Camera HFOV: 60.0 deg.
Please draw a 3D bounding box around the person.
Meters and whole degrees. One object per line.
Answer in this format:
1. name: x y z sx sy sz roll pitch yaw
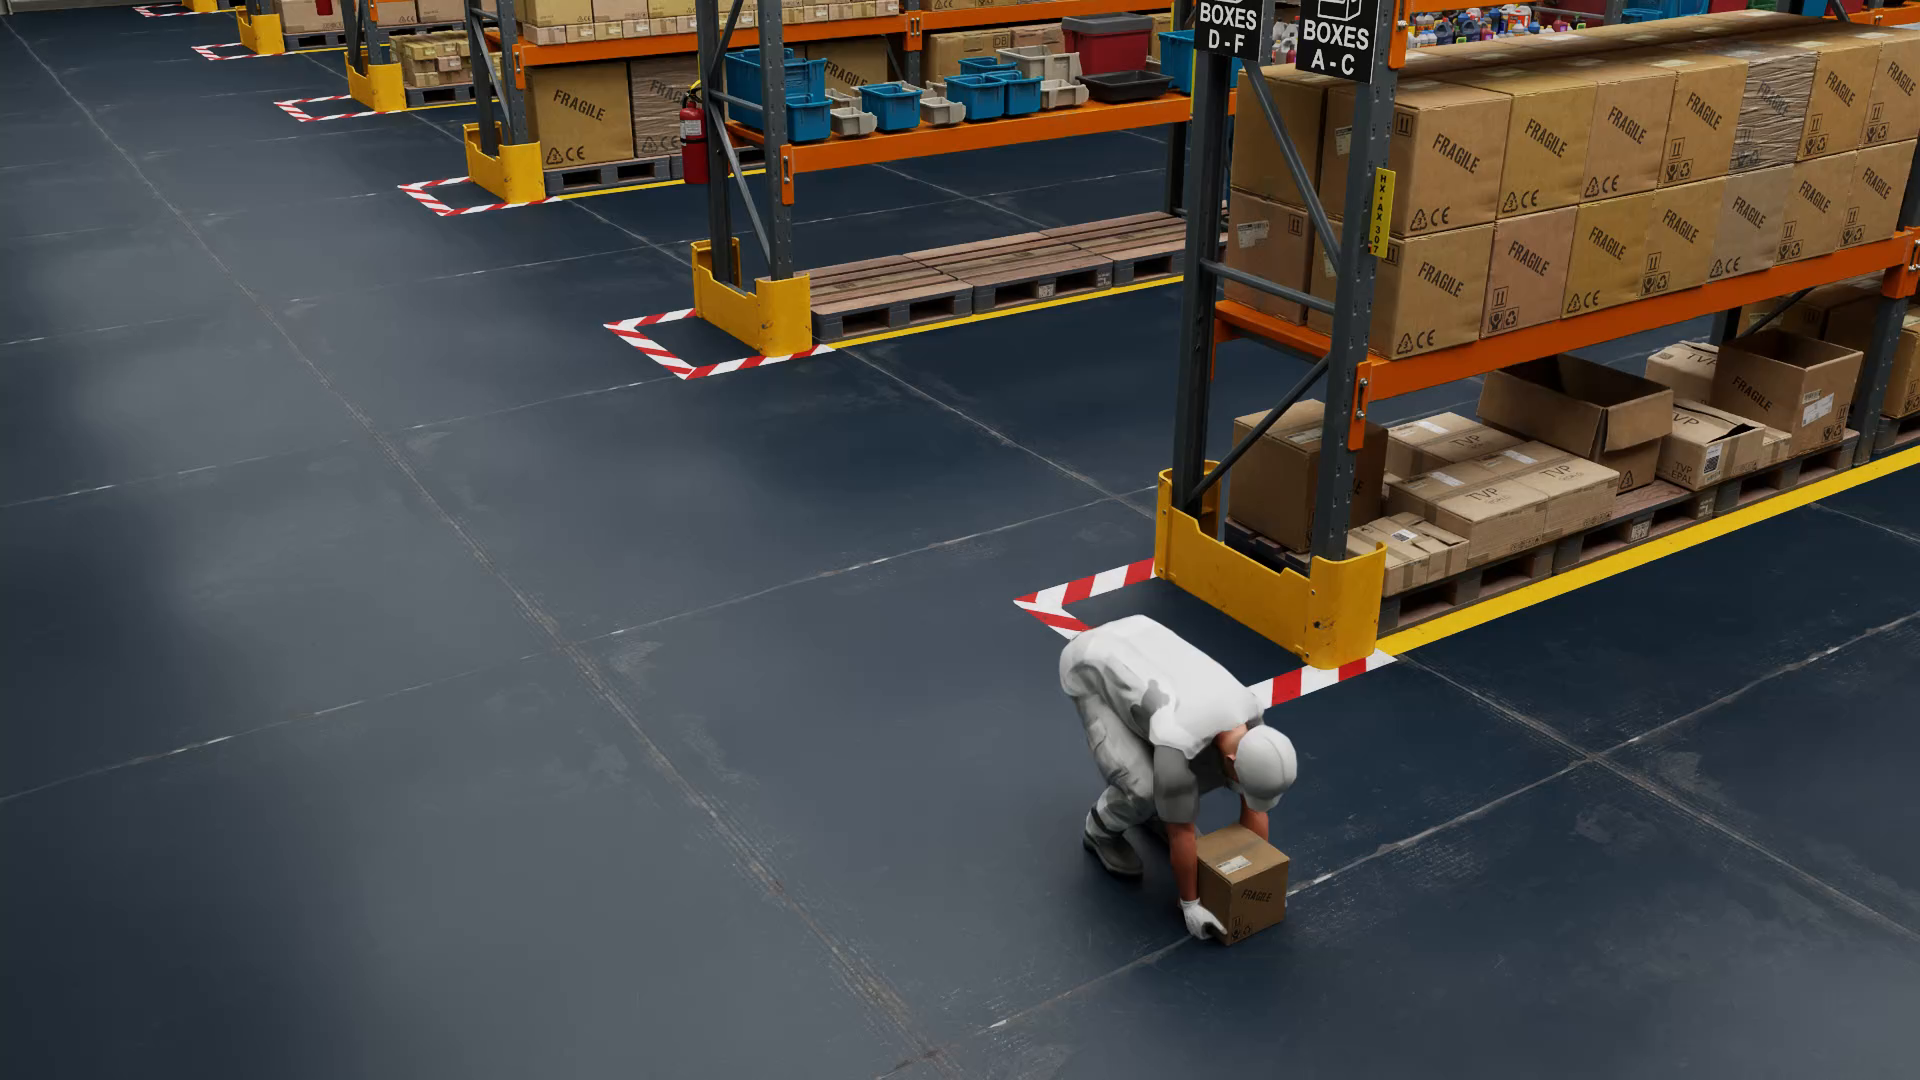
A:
1. person: 0.734 0.765 5.582 0.532 0.867 0.965 -16 30 -31
